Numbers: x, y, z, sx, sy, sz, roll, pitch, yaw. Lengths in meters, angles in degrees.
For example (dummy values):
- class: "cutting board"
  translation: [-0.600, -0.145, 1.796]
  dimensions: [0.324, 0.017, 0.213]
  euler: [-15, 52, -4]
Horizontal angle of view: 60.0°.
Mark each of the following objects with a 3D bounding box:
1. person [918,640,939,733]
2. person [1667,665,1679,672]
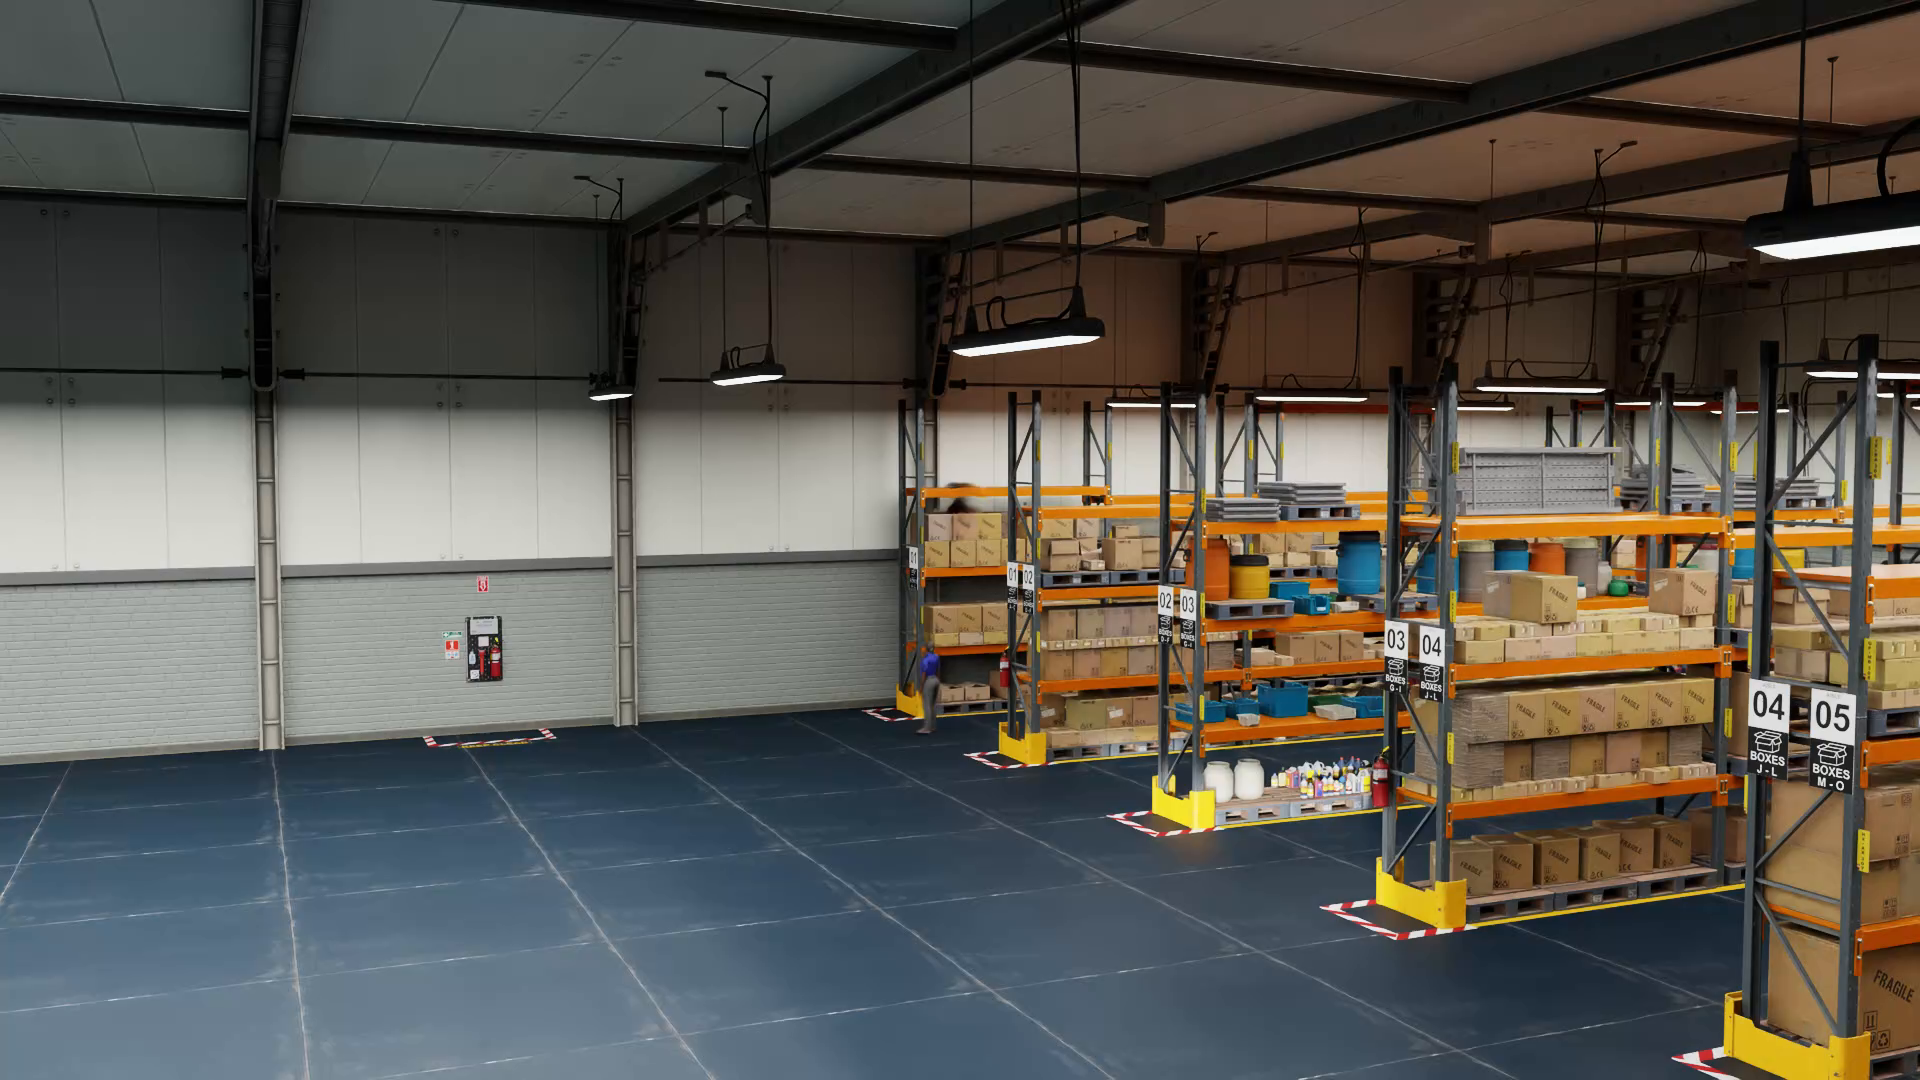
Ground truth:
- class: "person"
  translation: [-0.578, 2.594, 29.579]
  dimensions: [0.394, 1.652, 0.516]
  euler: [2, 4, 26]
- class: "person"
  translation: [12.965, 2.538, 30.506]
  dimensions: [0.517, 1.686, 0.426]
  euler: [1, 4, 18]
